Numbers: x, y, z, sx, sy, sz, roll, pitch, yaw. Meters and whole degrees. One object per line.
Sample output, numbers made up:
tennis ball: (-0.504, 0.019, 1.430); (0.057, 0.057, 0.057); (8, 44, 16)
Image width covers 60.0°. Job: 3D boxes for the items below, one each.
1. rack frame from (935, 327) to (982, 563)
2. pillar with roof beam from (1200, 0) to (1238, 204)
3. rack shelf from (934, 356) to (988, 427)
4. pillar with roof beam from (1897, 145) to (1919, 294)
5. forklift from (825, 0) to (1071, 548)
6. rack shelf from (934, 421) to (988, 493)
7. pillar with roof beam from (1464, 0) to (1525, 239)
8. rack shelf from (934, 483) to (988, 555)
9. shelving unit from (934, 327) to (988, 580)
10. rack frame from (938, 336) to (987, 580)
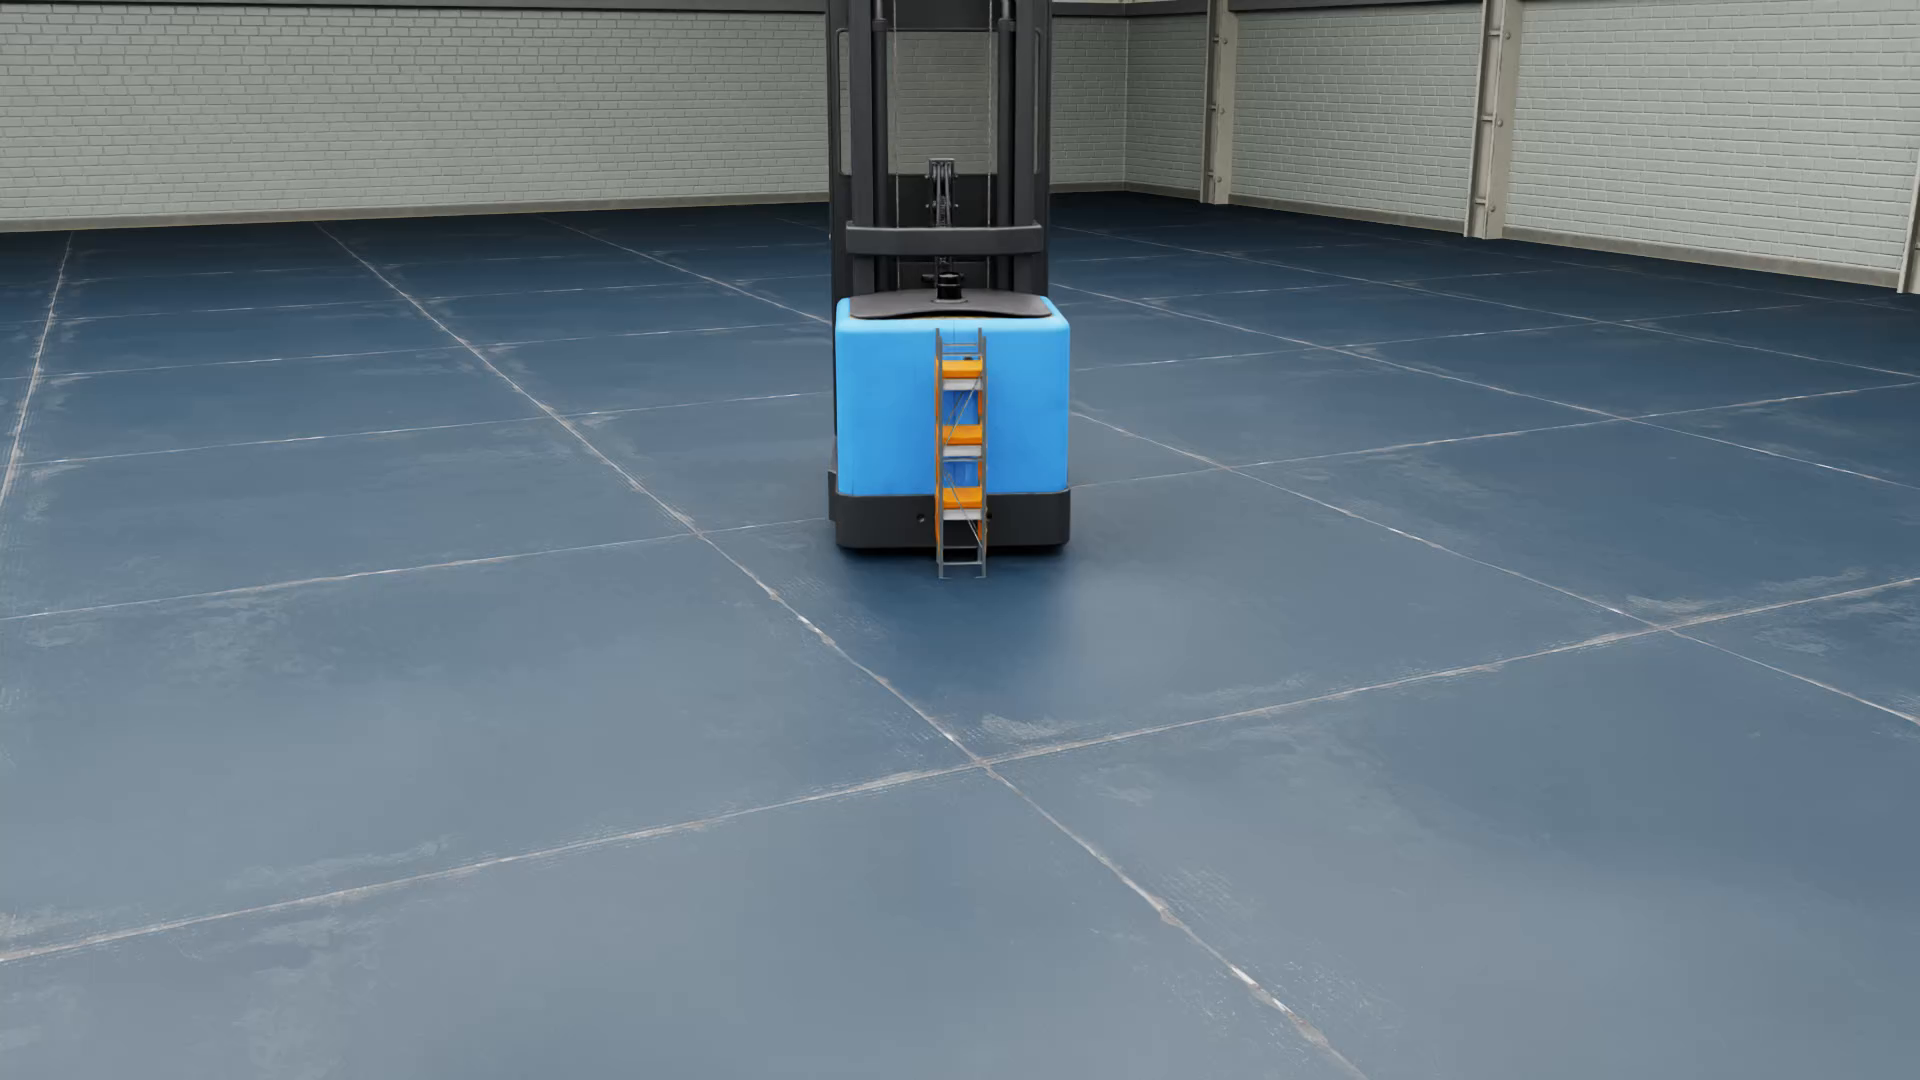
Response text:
rack frame: (-0.005, -0.403, 7.252); (0.200, 1.050, 0.008); (-1, 16, -3)
pillar with roof beam: (0.171, -9.150, 23.321); (9.100, 9.000, 0.400); (-8, 18, -25)
rack shelf: (0.003, -0.632, 7.059); (0.215, 0.259, 0.240); (-1, 16, -3)
pillar with roof beam: (5.428, -6.174, 12.952); (9.100, 9.000, 0.400); (-8, 18, -25)
forklift: (-0.118, -1.726, 8.452); (1.130, 2.935, 3.031); (-1, 16, -3)
rack shelf: (0.003, -0.359, 7.137); (0.215, 0.259, 0.240); (-1, 16, -3)
pillar with roof beam: (2.800, -7.662, 18.137); (9.100, 9.000, 0.400); (-8, 18, -25)
rack shelf: (0.003, -0.092, 7.214); (0.215, 0.259, 0.240); (-1, 16, -3)
shelving unit: (0.003, -0.369, 7.135); (0.215, 1.050, 0.252); (-1, 16, -3)
rack frame: (0.011, -0.336, 7.017); (0.200, 1.050, 0.008); (-1, 16, -3)
